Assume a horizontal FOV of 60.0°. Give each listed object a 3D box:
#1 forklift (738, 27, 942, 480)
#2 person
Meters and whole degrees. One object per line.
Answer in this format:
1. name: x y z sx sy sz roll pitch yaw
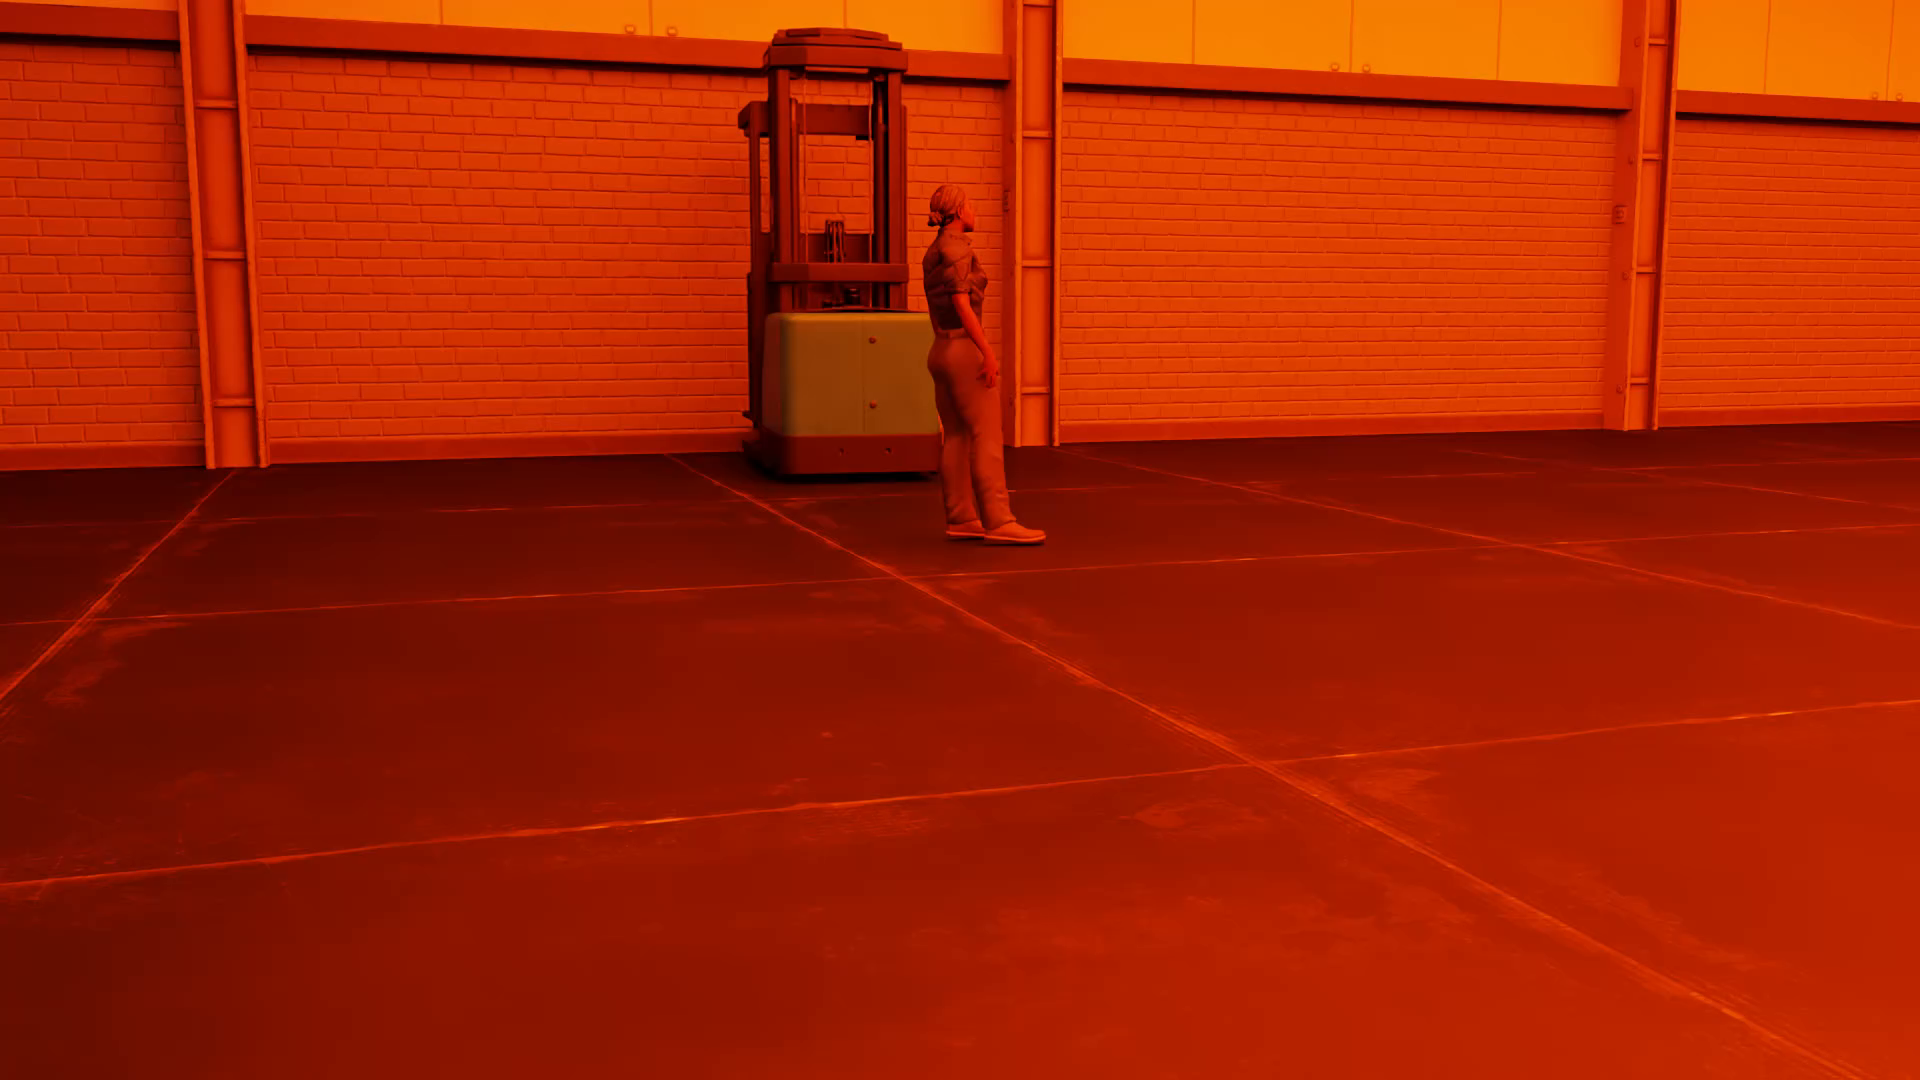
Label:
1. forklift: -0.965 -2.003 11.781 1.130 2.935 3.031 -2 8 -14
2. person: 0.090 -0.829 7.820 0.503 1.656 0.569 -3 8 -18
